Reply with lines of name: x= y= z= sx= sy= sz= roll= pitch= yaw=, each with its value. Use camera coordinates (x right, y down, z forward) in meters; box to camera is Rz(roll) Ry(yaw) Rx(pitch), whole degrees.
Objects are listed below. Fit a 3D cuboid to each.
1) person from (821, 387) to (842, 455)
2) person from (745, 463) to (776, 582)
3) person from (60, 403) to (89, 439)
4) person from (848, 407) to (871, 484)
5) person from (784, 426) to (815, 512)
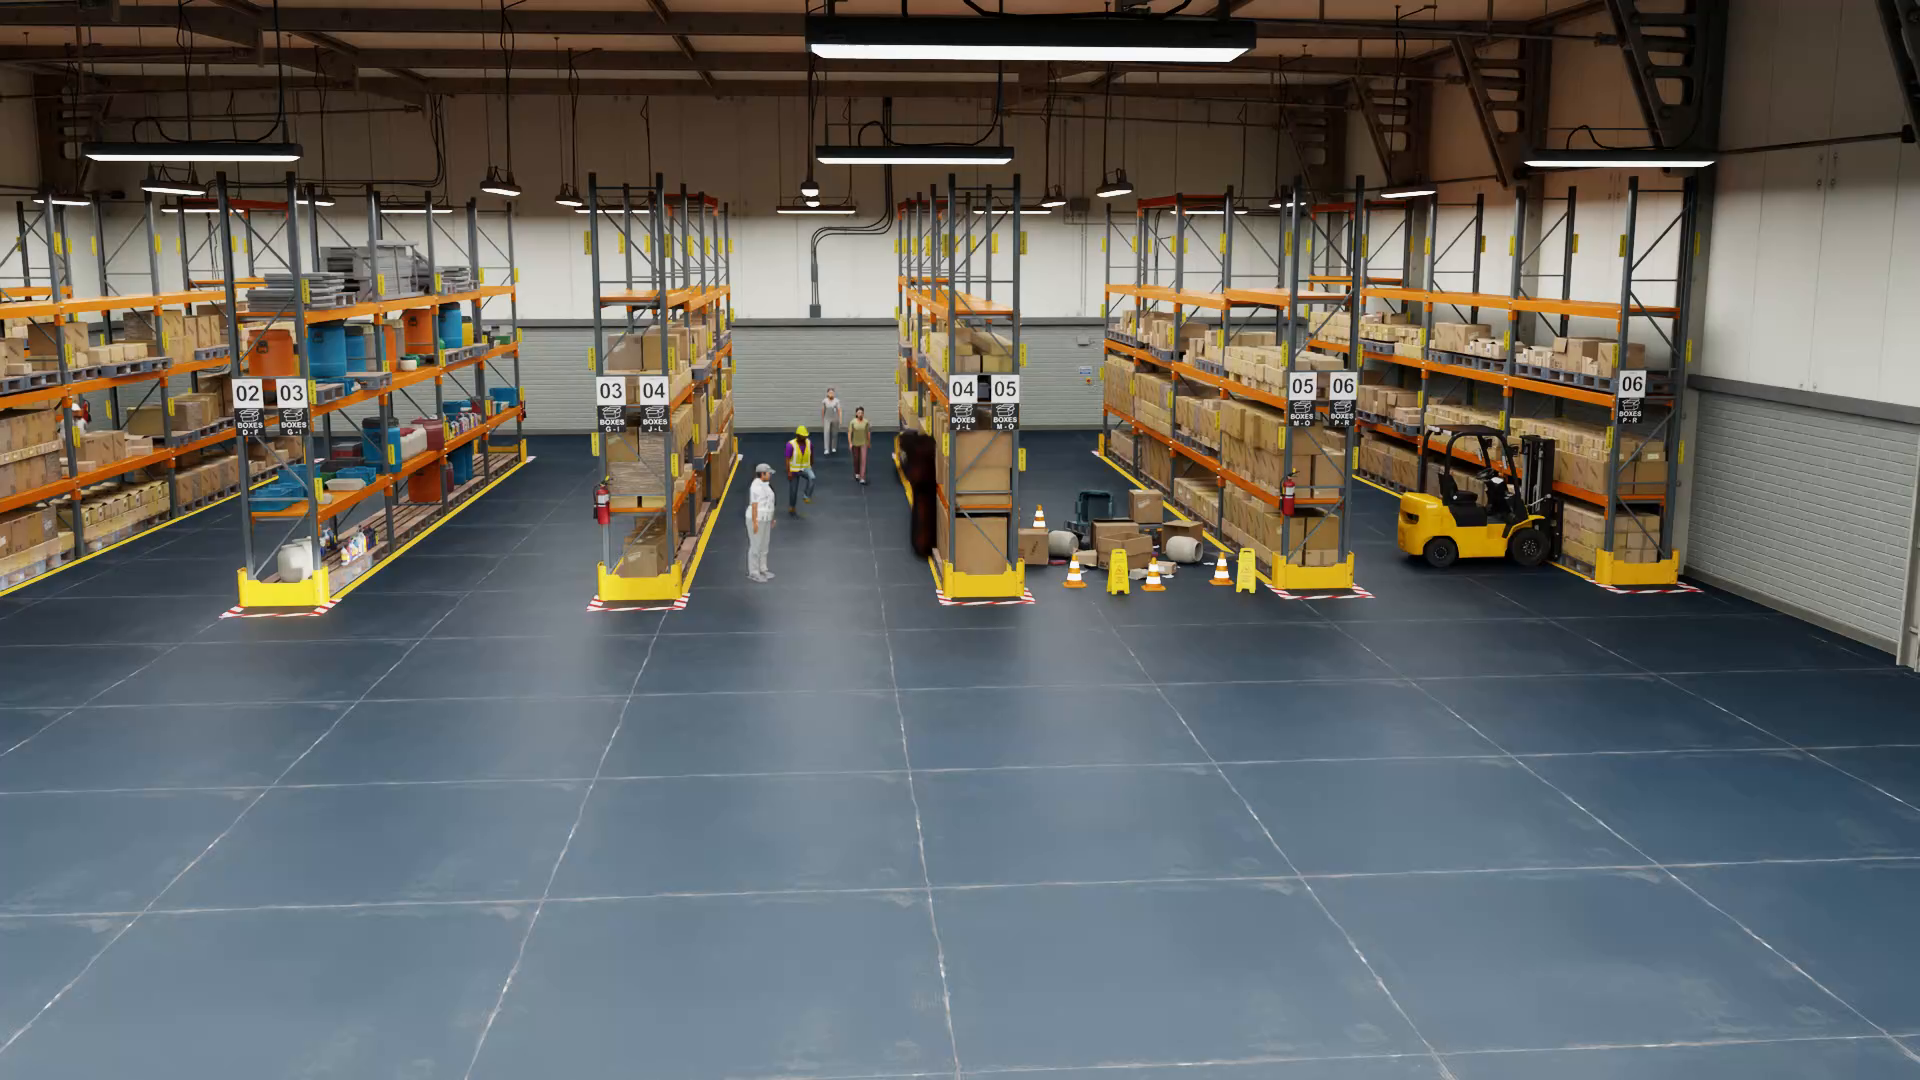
person: x=-3.107 y=-2.885 z=40.223 sx=0.497 sy=1.600 sz=1.057 roll=0 pitch=10 yaw=-1
person: x=-2.837 y=-0.264 z=23.748 sx=0.440 sy=1.685 sz=0.513 roll=2 pitch=10 yaw=11
person: x=-18.668 y=-2.055 z=35.134 sx=0.490 sy=1.675 sz=0.707 roll=-1 pitch=10 yaw=-8
person: x=-2.154 y=-2.040 z=35.558 sx=0.474 sy=1.630 sz=1.014 roll=0 pitch=10 yaw=1
person: x=-2.986 y=-1.298 z=30.962 sx=0.567 sy=1.676 sz=1.029 roll=-2 pitch=10 yaw=-12
